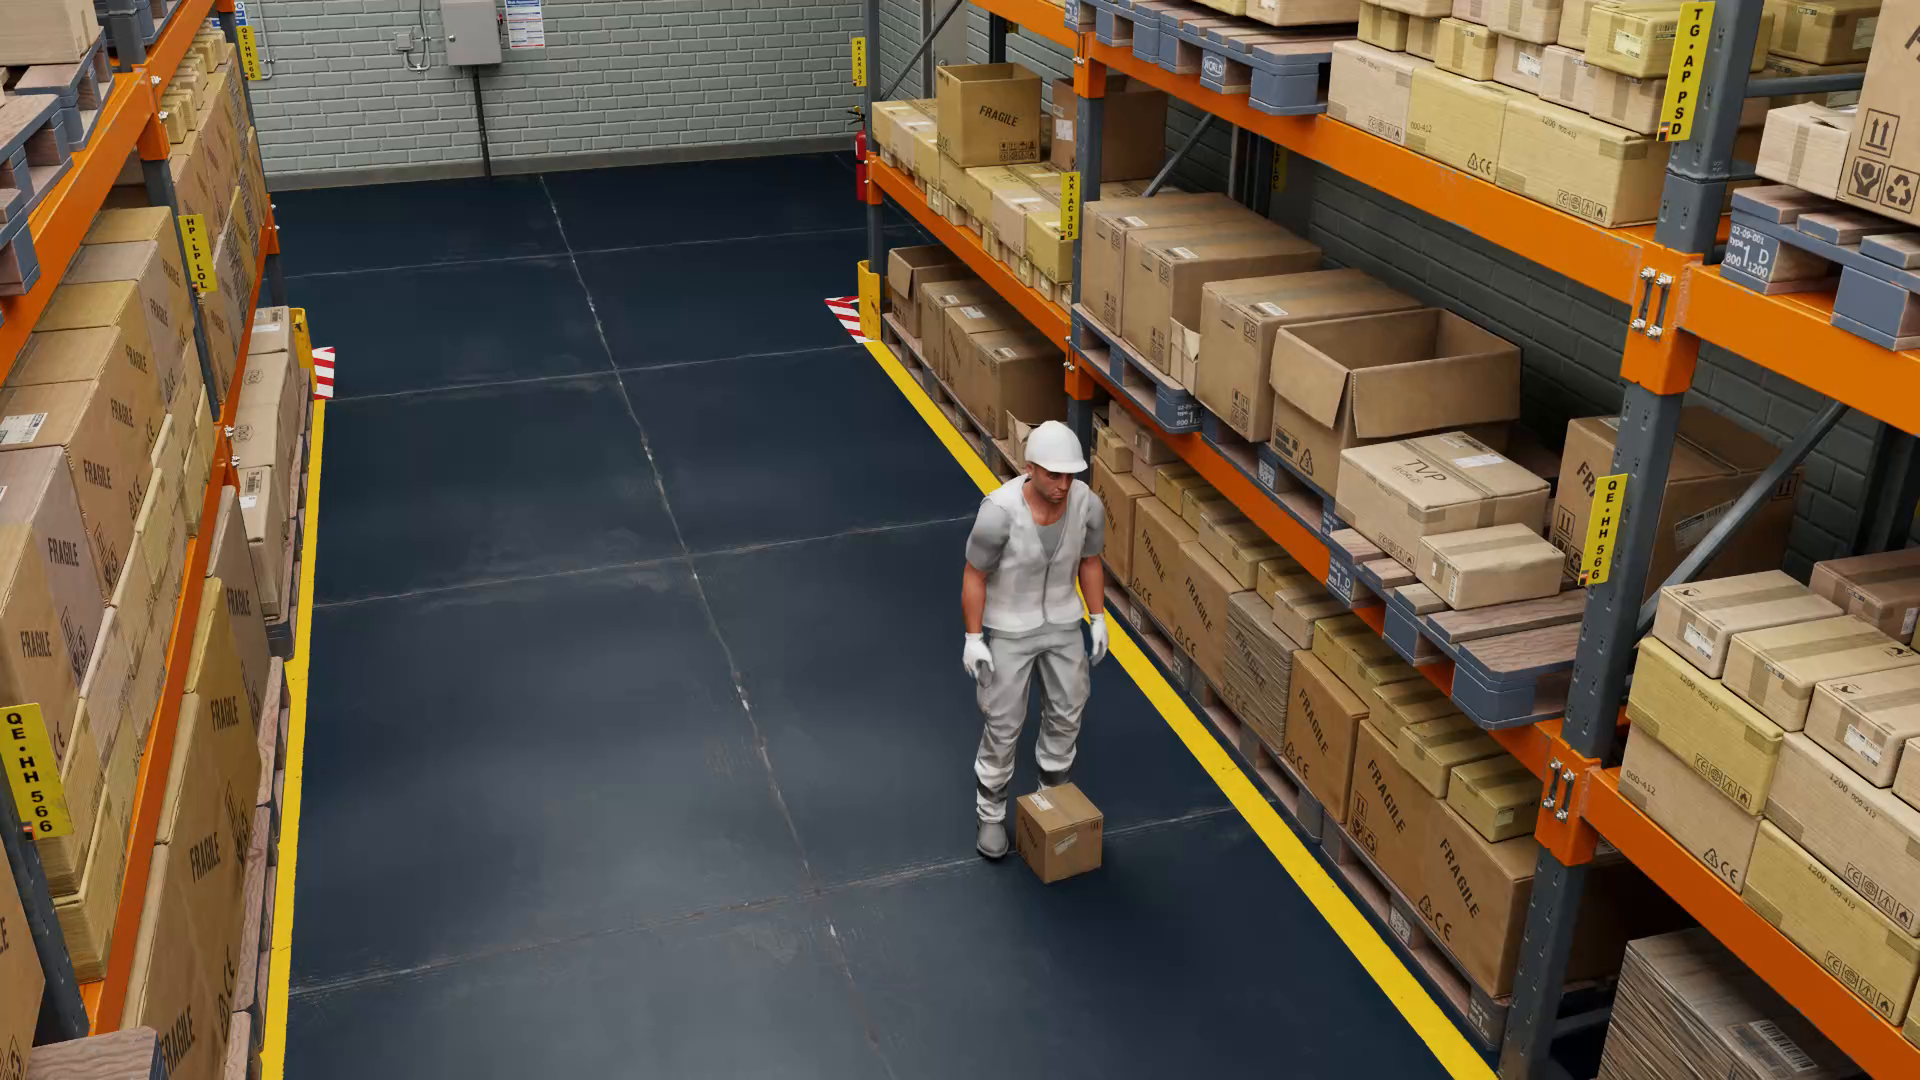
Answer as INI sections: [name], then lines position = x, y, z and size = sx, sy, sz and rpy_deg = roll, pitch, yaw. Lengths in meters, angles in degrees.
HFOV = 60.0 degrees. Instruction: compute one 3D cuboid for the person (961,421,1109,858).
[person]
position = 0.291, 0.364, 6.354
size = 0.604, 1.778, 0.450
rpy_deg = -9, 28, -18
